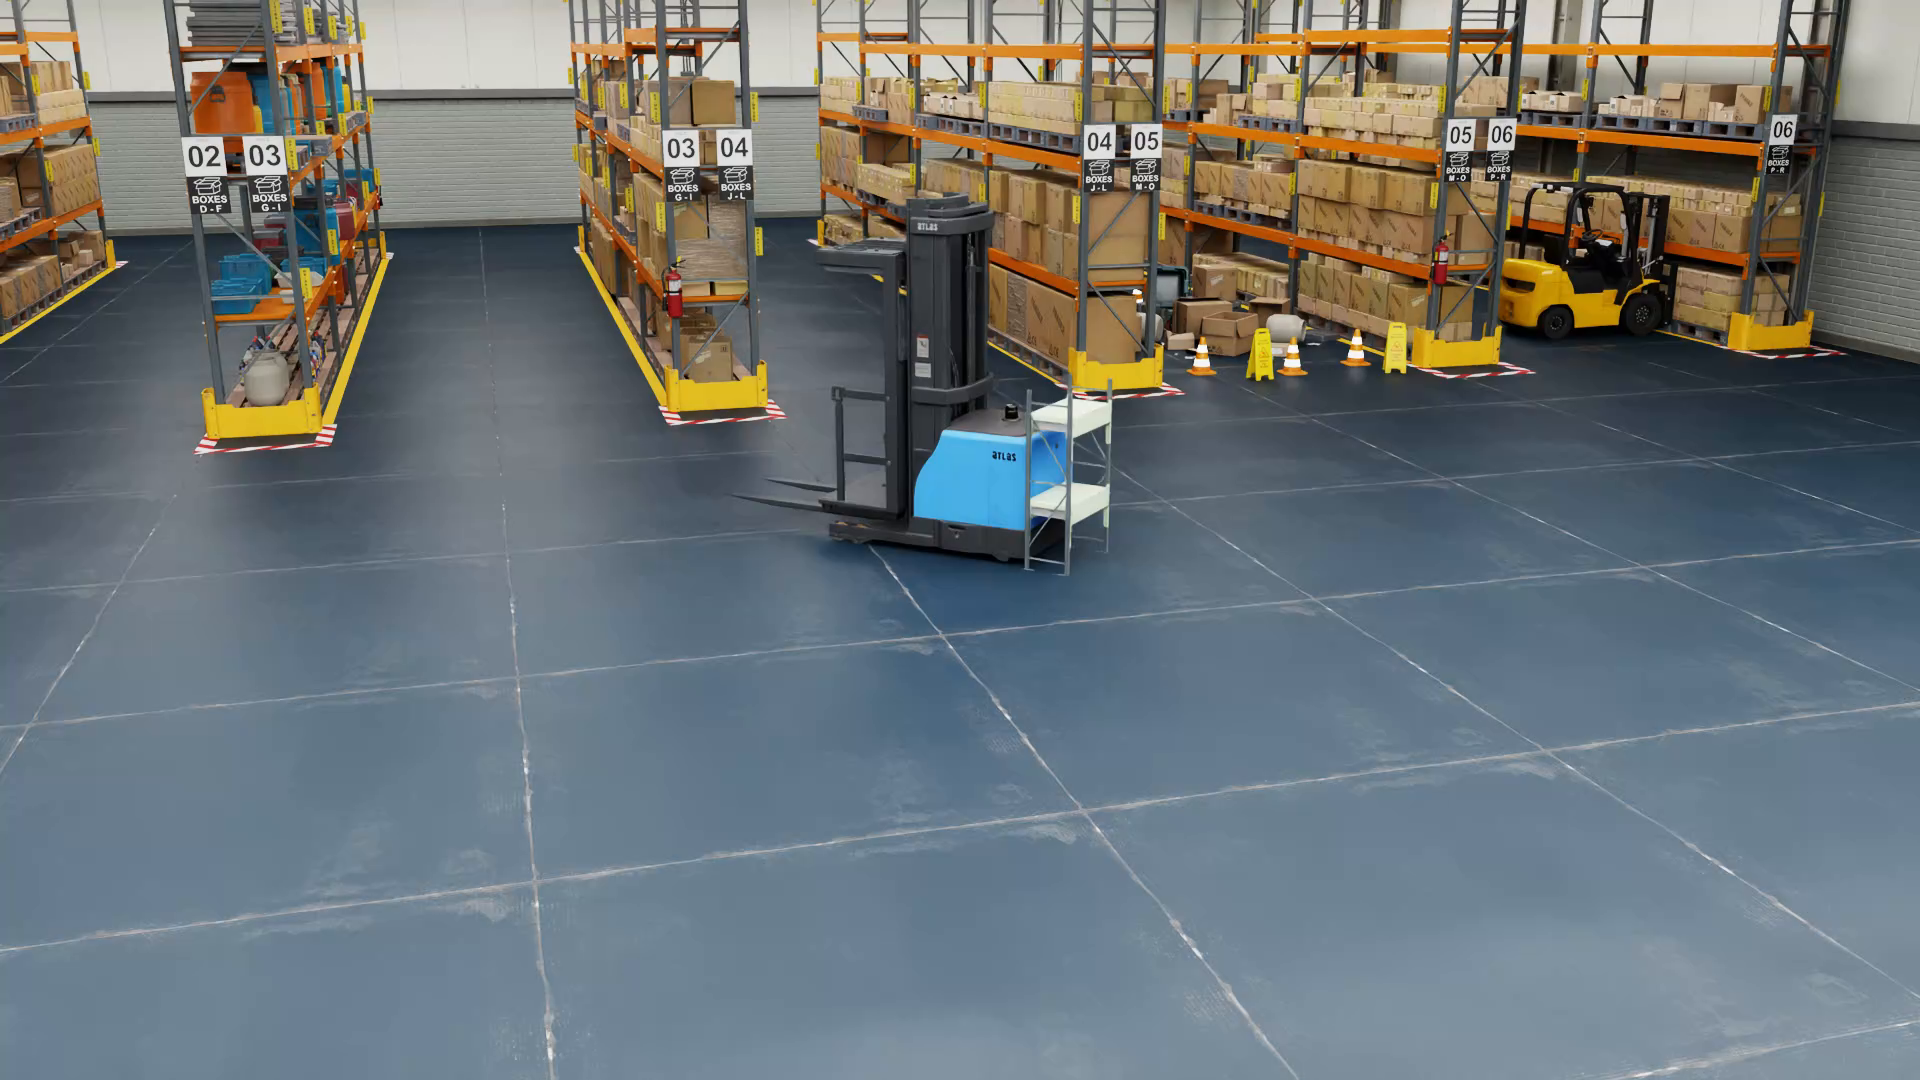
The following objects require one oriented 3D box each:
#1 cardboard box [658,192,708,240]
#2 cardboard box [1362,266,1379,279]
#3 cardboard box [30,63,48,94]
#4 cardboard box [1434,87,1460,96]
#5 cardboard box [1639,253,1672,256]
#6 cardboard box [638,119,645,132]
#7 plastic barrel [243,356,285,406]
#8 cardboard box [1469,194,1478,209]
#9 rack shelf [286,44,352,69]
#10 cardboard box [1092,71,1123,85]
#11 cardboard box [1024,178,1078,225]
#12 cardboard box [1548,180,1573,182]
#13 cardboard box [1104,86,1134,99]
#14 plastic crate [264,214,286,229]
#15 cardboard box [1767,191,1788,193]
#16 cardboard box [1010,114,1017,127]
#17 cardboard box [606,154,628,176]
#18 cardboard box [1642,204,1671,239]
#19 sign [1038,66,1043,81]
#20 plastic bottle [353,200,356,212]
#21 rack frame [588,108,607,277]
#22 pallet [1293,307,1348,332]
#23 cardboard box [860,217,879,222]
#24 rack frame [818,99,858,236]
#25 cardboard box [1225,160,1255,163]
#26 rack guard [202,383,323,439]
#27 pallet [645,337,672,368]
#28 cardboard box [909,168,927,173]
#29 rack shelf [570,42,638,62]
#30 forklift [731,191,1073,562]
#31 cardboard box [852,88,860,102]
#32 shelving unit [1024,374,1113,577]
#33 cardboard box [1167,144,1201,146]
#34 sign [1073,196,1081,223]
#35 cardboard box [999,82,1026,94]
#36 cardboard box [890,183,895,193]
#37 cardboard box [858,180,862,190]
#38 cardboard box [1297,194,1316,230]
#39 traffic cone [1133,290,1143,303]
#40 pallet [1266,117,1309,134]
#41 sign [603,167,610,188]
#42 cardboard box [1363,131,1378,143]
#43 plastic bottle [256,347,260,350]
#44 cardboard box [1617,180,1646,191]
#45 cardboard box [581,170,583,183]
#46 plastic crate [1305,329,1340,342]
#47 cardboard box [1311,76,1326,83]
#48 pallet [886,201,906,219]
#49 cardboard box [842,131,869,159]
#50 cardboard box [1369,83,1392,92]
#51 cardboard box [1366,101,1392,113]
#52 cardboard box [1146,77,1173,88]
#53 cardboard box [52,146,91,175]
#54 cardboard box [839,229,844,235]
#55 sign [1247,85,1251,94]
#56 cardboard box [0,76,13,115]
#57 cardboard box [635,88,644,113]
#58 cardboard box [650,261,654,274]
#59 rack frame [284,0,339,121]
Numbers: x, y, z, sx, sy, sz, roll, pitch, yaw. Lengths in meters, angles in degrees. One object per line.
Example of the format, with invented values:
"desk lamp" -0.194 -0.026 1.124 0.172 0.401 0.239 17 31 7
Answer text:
"cardboard box" -3.247 -3.803 19.471 0.500 0.500 0.500 -5 17 -15
"cardboard box" 5.897 -3.779 23.437 0.380 0.149 0.250 -4 17 -13
"cardboard box" -15.853 -7.783 28.022 0.700 0.500 0.500 -5 17 -15
"cardboard box" 8.865 -8.161 30.244 0.380 0.149 0.250 -4 17 -13
"cardboard box" 10.818 -4.388 26.158 0.500 0.250 0.500 -5 17 -16
"cardboard box" -3.873 -5.259 21.100 0.380 0.149 0.250 -5 17 -16
"plastic barrel" -7.874 -1.796 18.810 0.421 0.512 0.421 0 17 0
"cardboard box" 9.264 -6.038 29.599 0.500 0.250 0.500 -5 17 -16
"rack shelf" -10.368 -7.713 26.433 1.077 0.370 4.000 -5 17 -15
"cardboard box" 2.971 -9.210 33.601 0.797 0.503 0.637 -3 17 -11
"cardboard box" 1.340 -4.507 22.105 0.875 0.550 0.500 -5 17 -15
"cardboard box" 9.931 -5.862 27.452 0.380 0.149 0.250 -5 17 -15
"cardboard box" 2.015 -5.570 20.715 0.380 0.149 0.250 -5 17 -16
"plastic crate" -9.669 -4.382 23.716 0.402 0.464 0.583 -5 17 -15
"cardboard box" 11.542 -4.868 23.625 0.380 0.149 0.250 -4 17 -13
"cardboard box" 0.894 -5.628 22.295 0.380 0.149 0.250 -5 17 -16
"cardboard box" -5.609 -6.312 28.332 0.797 0.503 0.637 -4 17 -13
"cardboard box" 10.631 -4.766 24.930 0.500 0.500 0.500 -5 17 -15
"sign" 1.738 -10.062 35.863 0.100 0.325 0.005 -5 17 -15
"plastic bottle" -10.398 -5.685 28.380 0.152 0.276 0.135 -5 17 -15
"rack frame" -6.156 -6.321 30.280 1.000 3.000 0.127 -5 17 -15
"pallet" 5.790 -3.373 25.314 1.003 0.211 1.213 -5 17 -15
"cardboard box" -1.852 -6.573 34.313 0.380 0.149 0.250 -5 18 -17
"rack frame" -2.458 -7.791 35.176 1.000 3.000 0.127 -5 17 -15
"cardboard box" 4.864 -6.286 28.742 0.500 0.500 0.500 -5 17 -17
"rack guard" -7.686 -1.430 18.344 1.175 0.500 0.348 -5 17 -15
"pallet" -3.738 -2.589 22.706 1.003 0.211 1.213 -5 17 -15
"cardboard box" -0.703 -6.594 29.864 0.380 0.149 0.250 -6 18 -18
"rack shelf" -6.705 -9.211 31.420 1.077 0.370 4.000 -5 17 -15
"forklift" -0.572 -1.497 14.339 3.031 2.935 1.130 8 18 25
"cardboard box" -1.730 -8.397 31.369 0.500 0.250 0.500 -6 18 -18
"shelving unit" 0.891 -0.541 13.646 0.431 1.500 0.755 9 19 29
"cardboard box" 4.163 -7.101 30.966 0.500 0.500 0.500 -4 17 -14
"sign" 1.413 -3.995 20.112 0.100 0.325 0.005 -5 17 -15
"cardboard box" 0.754 -6.151 22.649 0.380 0.149 0.250 -5 17 -16
"cardboard box" -0.983 -6.049 28.564 0.380 0.149 0.250 -4 17 -14
"cardboard box" -1.693 -6.620 30.985 0.380 0.149 0.250 -6 18 -18
"cardboard box" 5.424 -4.938 24.986 0.500 0.500 0.500 -5 17 -15
"traffic cone" 2.843 -3.910 26.664 0.336 0.463 0.334 -5 17 -15
"pallet" 5.504 -6.417 25.714 1.213 0.211 1.003 -5 17 -15
"sign" -5.589 -5.724 26.281 0.100 0.325 0.005 -5 17 -15
"cardboard box" 5.839 -5.599 23.101 0.380 0.149 0.250 -5 17 -16
"plastic bottle" -8.768 -2.274 20.787 0.097 0.271 0.097 0 17 0
"cardboard box" 10.355 -5.460 25.596 0.380 0.149 0.250 -4 17 -14
"cardboard box" -7.233 -7.200 32.952 0.500 0.250 0.500 -5 17 -16
"plastic crate" 5.214 -2.994 24.280 0.402 0.080 0.583 -12 20 -34
"cardboard box" 7.626 -9.505 34.540 0.500 0.250 0.500 -5 17 -16
"pallet" -0.558 -5.675 28.465 1.213 0.211 1.003 -5 17 -15
"cardboard box" -2.022 -7.748 32.603 0.500 0.500 0.500 -4 17 -14
"cardboard box" 8.198 -8.811 32.373 0.380 0.149 0.250 -4 17 -14
"cardboard box" 5.840 -5.975 22.965 0.380 0.149 0.250 -4 17 -14
"cardboard box" 3.709 -8.148 30.246 0.500 0.500 0.500 -5 17 -15
"cardboard box" -16.254 -6.931 30.399 0.500 0.500 0.500 -4 17 -14
"cardboard box" -2.257 -6.318 33.980 0.380 0.149 0.250 -6 18 -18
"sign" 4.994 -7.724 28.840 0.100 0.325 0.005 -5 17 -15
"cardboard box" -15.614 -7.127 26.672 0.600 0.600 0.600 -6 18 -20
"cardboard box" -4.251 -6.193 23.733 0.797 0.503 0.637 -4 17 -13
"cardboard box" -3.762 -3.490 21.295 0.380 0.149 0.250 -5 17 -15
"rack frame" -9.819 -7.696 24.430 1.000 3.000 0.127 -5 17 -15
